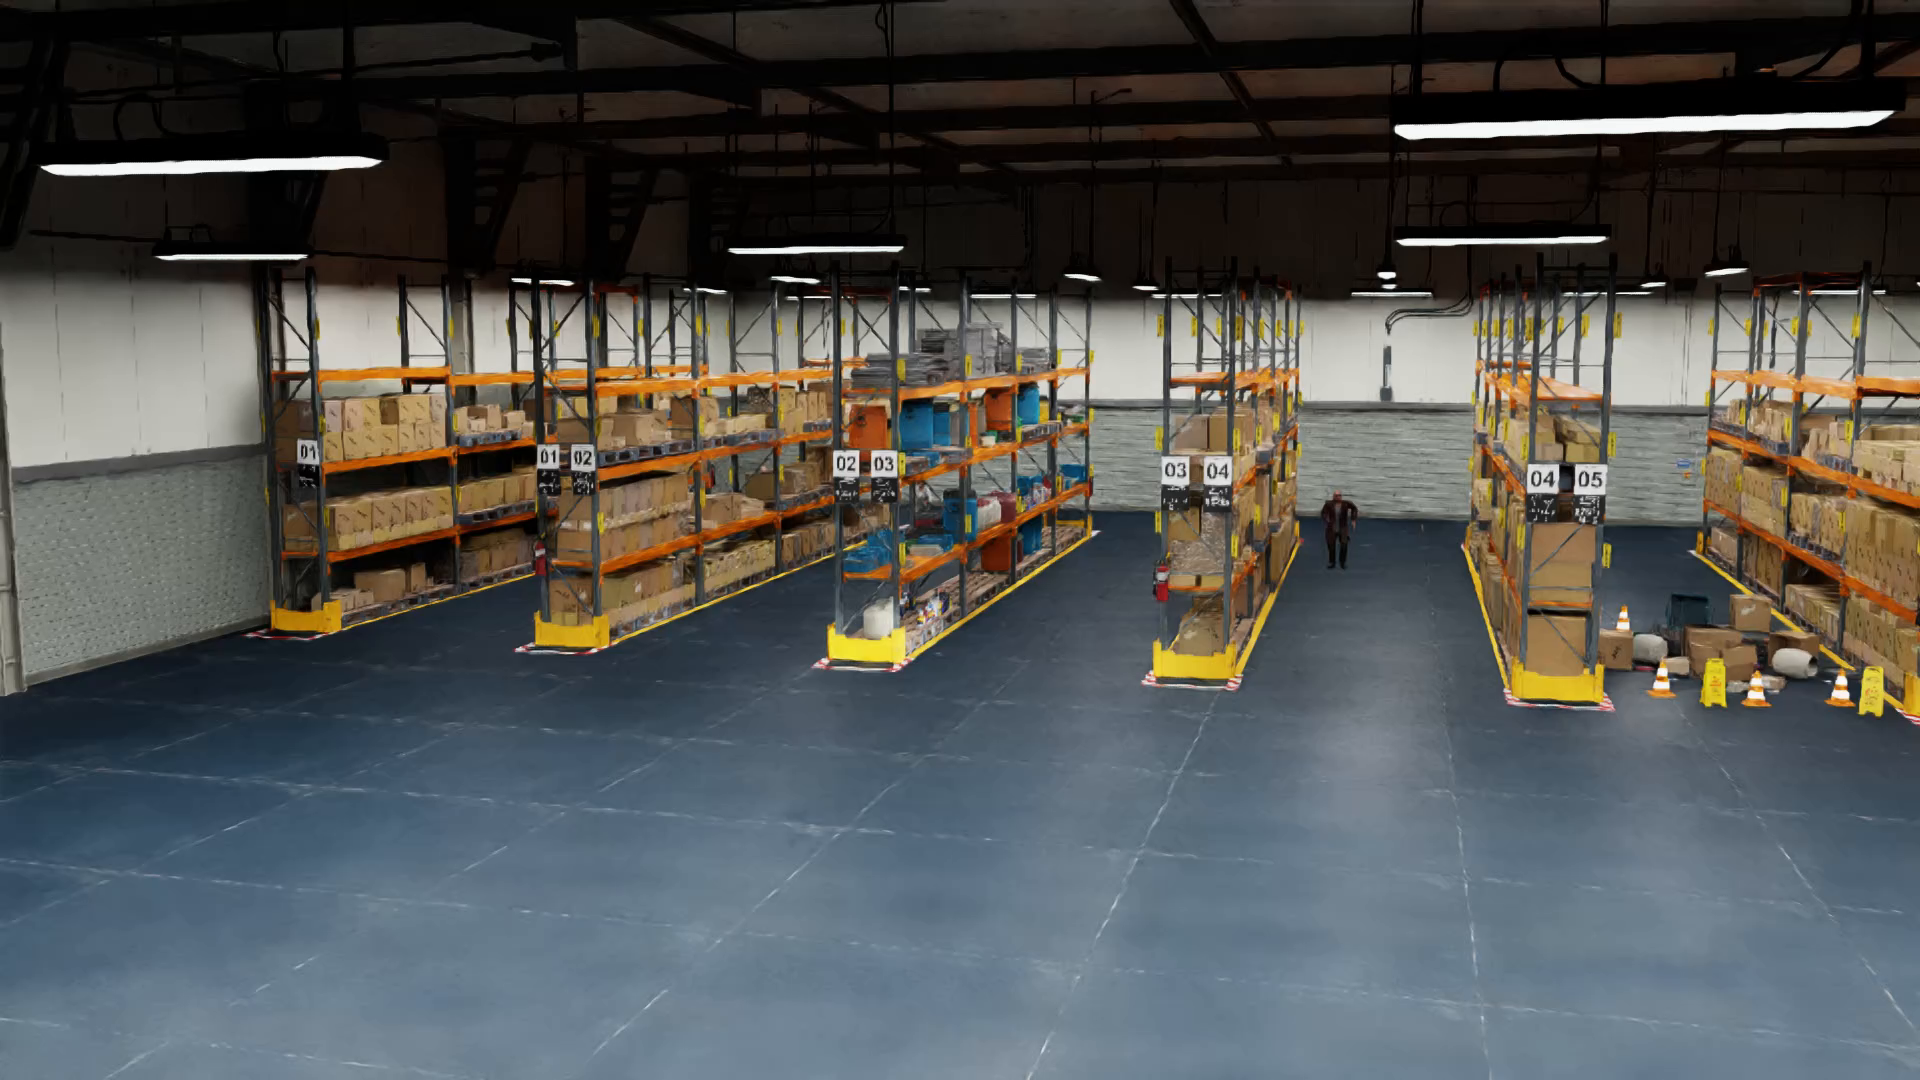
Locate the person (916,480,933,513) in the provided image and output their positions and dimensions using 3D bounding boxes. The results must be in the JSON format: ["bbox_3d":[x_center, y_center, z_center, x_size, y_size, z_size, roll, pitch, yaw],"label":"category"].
[{"bbox_3d":[-0.891,-0.747,39.361,0.556,1.530,0.820,1,7,9],"label":"person"}]

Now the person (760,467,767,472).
[{"bbox_3d":[-4.664,-0.907,39.886,0.733,1.709,0.930,1,7,11],"label":"person"}]

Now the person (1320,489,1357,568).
[{"bbox_3d":[7.862,-0.220,34.594,0.710,1.699,0.948,3,8,20],"label":"person"}]
